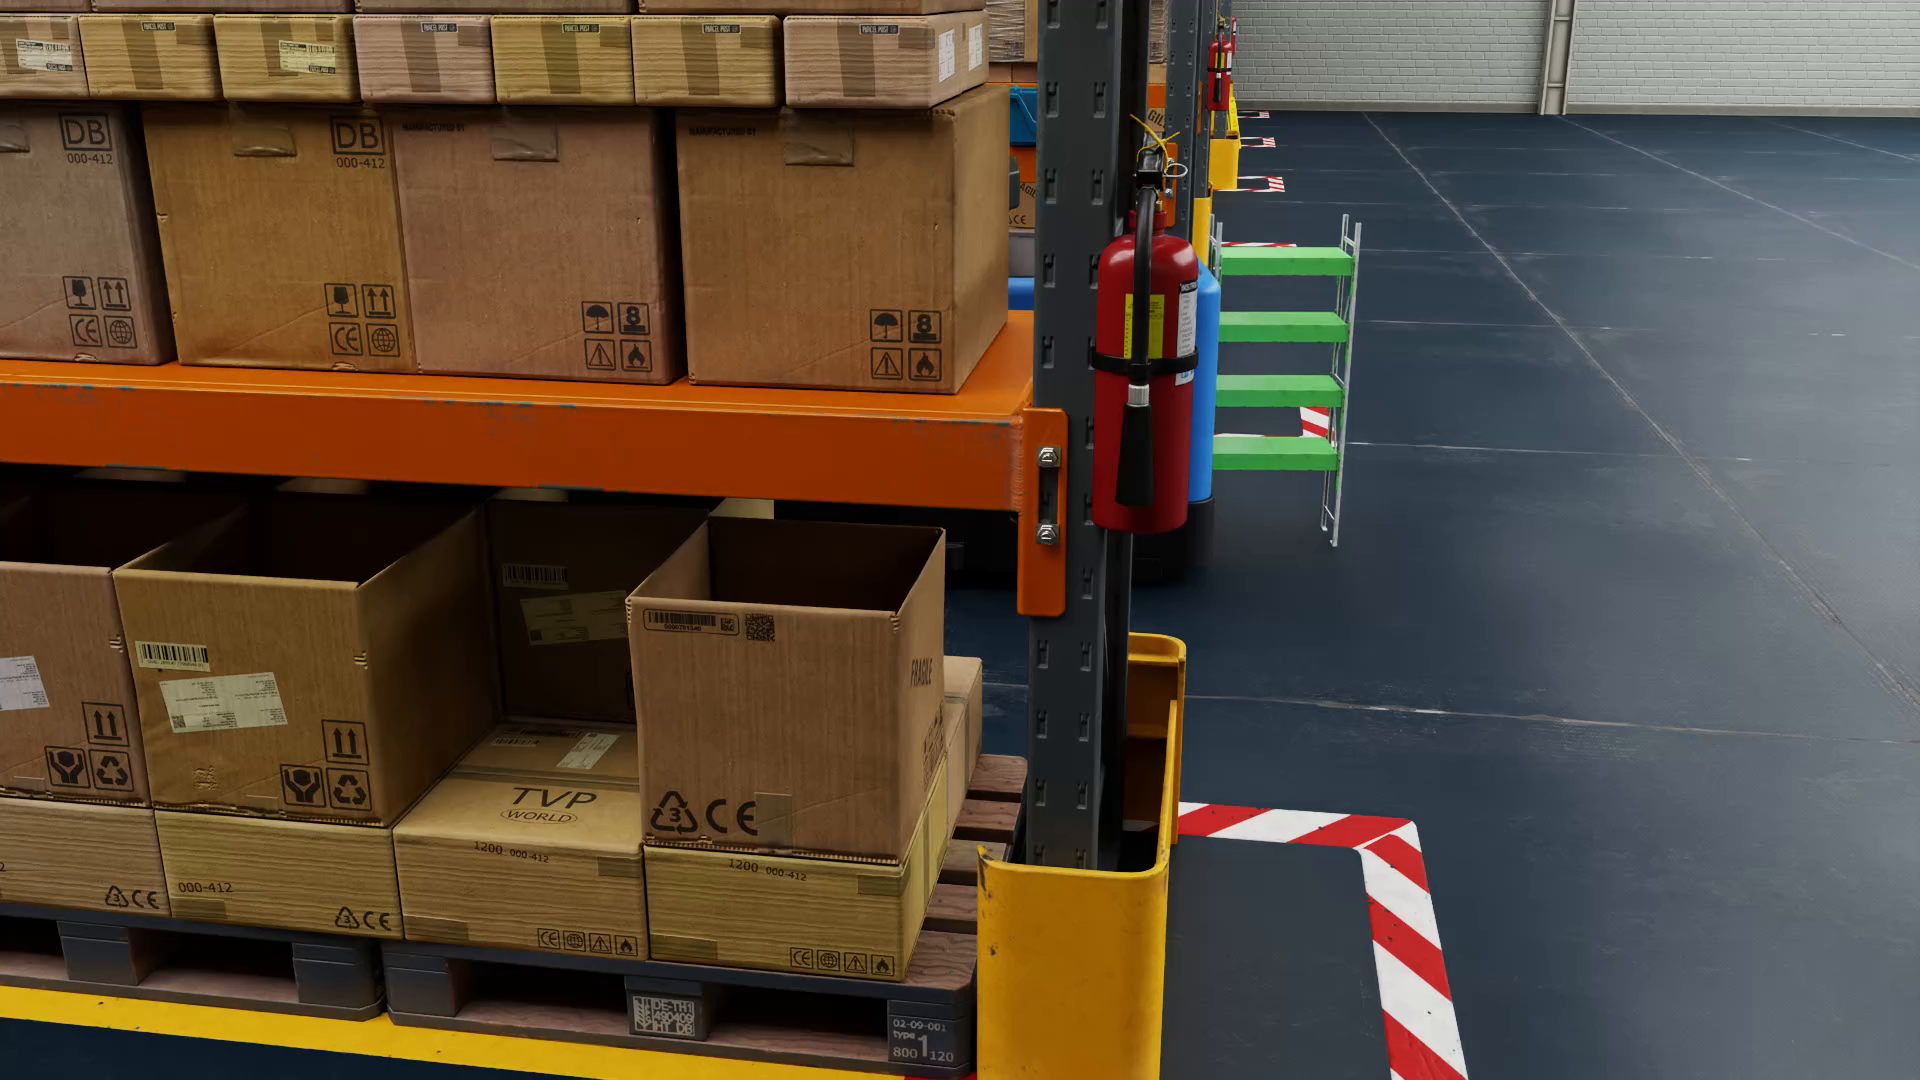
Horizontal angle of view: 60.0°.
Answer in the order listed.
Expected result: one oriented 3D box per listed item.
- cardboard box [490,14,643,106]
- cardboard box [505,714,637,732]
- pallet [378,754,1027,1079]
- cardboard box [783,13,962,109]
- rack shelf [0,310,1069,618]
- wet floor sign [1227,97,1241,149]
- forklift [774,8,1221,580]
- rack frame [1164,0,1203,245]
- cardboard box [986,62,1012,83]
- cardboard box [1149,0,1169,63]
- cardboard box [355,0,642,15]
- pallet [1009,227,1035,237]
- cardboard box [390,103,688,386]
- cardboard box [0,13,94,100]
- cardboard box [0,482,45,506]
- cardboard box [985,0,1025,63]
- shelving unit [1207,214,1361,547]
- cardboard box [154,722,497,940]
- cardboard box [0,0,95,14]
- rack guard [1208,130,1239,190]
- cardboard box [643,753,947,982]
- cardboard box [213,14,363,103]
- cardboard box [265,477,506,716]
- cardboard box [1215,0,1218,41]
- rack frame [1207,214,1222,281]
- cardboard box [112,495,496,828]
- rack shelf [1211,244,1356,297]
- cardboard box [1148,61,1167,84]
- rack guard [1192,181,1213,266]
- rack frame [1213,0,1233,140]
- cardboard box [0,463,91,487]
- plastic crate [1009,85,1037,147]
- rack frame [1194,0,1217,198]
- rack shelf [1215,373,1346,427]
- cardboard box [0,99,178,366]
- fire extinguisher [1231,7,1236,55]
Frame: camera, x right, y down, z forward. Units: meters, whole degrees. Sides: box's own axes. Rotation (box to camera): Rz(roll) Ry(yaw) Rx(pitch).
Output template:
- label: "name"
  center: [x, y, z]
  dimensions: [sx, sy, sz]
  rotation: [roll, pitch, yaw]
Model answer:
- label: "cardboard box"
  center: [-0.657, -0.882, 3.032]
  dimensions: [0.250, 0.149, 0.380]
  rotation: [3, 19, 8]
- label: "cardboard box"
  center: [-0.726, 0.442, 3.925]
  dimensions: [0.500, 0.250, 0.500]
  rotation: [3, 19, 9]
- label: "pallet"
  center: [-0.500, 0.755, 3.713]
  dimensions: [1.213, 0.211, 1.003]
  rotation: [3, 19, 9]
- label: "cardboard box"
  center: [-0.145, -0.856, 2.955]
  dimensions: [0.250, 0.149, 0.380]
  rotation: [3, 19, 8]
- label: "rack shelf"
  center: [-1.713, -0.301, 3.610]
  dimensions: [4.000, 0.370, 1.077]
  rotation: [3, 19, 9]
- label: "wet floor sign"
  center: [3.427, -5.288, 21.092]
  dimensions: [0.232, 0.644, 0.267]
  rotation: [10, 21, 27]
- label: "forklift"
  center: [-0.623, -1.393, 5.847]
  dimensions: [3.031, 2.935, 1.130]
  rotation: [0, 19, 1]
- label: "rack frame"
  center: [1.051, -2.093, 7.832]
  dimensions: [0.127, 3.000, 1.000]
  rotation: [3, 19, 9]
- label: "cardboard box"
  center: [0.286, -3.533, 12.532]
  dimensions: [0.250, 0.149, 0.380]
  rotation: [3, 19, 9]
- label: "cardboard box"
  center: [1.298, -3.870, 12.515]
  dimensions: [0.500, 0.500, 0.875]
  rotation: [3, 19, 9]
- label: "cardboard box"
  center: [-0.769, -1.259, 3.137]
  dimensions: [0.500, 0.500, 0.700]
  rotation: [2, 19, 7]
- label: "pallet"
  center: [0.965, -2.378, 13.079]
  dimensions: [1.213, 0.211, 1.003]
  rotation: [3, 19, 9]
- label: "cardboard box"
  center: [-0.716, -0.642, 3.336]
  dimensions: [0.500, 0.500, 0.700]
  rotation: [3, 19, 10]
- label: "cardboard box"
  center: [-1.677, -0.934, 3.186]
  dimensions: [0.250, 0.149, 0.380]
  rotation: [3, 19, 8]
- label: "cardboard box"
  center: [-2.292, 0.178, 3.534]
  dimensions: [0.500, 0.500, 0.500]
  rotation: [3, 19, 9]
- label: "cardboard box"
  center: [0.299, -3.896, 12.594]
  dimensions: [0.500, 0.500, 0.875]
  rotation: [3, 19, 9]
- label: "shelving unit"
  center: [1.162, -0.583, 6.155]
  dimensions: [0.503, 1.200, 0.258]
  rotation: [0, 19, 1]
- label: "cardboard box"
  center: [-1.304, 0.583, 3.506]
  dimensions: [0.500, 0.250, 0.500]
  rotation: [3, 19, 9]
- label: "cardboard box"
  center: [-1.762, -1.310, 3.288]
  dimensions: [0.500, 0.500, 0.700]
  rotation: [3, 19, 9]
- label: "rack guard"
  center: [2.747, -4.007, 17.492]
  dimensions: [0.348, 0.500, 1.175]
  rotation: [3, 19, 9]
- label: "cardboard box"
  center: [-0.314, 0.629, 3.368]
  dimensions: [0.500, 0.250, 0.500]
  rotation: [3, 19, 9]
- label: "cardboard box"
  center: [-1.164, -0.908, 3.111]
  dimensions: [0.250, 0.149, 0.380]
  rotation: [4, 19, 10]
- label: "cardboard box"
  center: [-1.222, 0.065, 3.871]
  dimensions: [0.500, 0.500, 0.500]
  rotation: [3, 19, 9]
- label: "cardboard box"
  center: [2.350, -5.269, 17.088]
  dimensions: [0.550, 0.550, 0.875]
  rotation: [3, 19, 9]
- label: "rack frame"
  center: [0.918, -0.584, 6.158]
  dimensions: [0.015, 1.200, 0.240]
  rotation: [0, 19, 1]
- label: "cardboard box"
  center: [-1.304, 0.228, 3.384]
  dimensions: [0.500, 0.500, 0.500]
  rotation: [3, 19, 9]
- label: "rack shelf"
  center: [1.162, -0.978, 6.023]
  dimensions: [0.480, 0.148, 0.258]
  rotation: [0, 19, 1]
- label: "cardboard box"
  center: [1.523, -3.476, 12.359]
  dimensions: [0.250, 0.149, 0.380]
  rotation: [3, 19, 9]
- label: "rack guard"
  center: [1.762, -2.463, 12.878]
  dimensions: [0.348, 0.500, 1.175]
  rotation: [3, 19, 9]
- label: "rack frame"
  center: [2.723, -5.194, 17.099]
  dimensions: [0.127, 3.000, 1.000]
  rotation: [3, 19, 9]
- label: "cardboard box"
  center: [-2.209, 0.014, 4.024]
  dimensions: [0.500, 0.500, 0.500]
  rotation: [3, 19, 9]
- label: "plastic crate"
  center: [0.510, -1.954, 7.651]
  dimensions: [0.616, 0.251, 0.499]
  rotation: [3, 19, 9]
- label: "rack frame"
  center: [1.837, -3.645, 12.470]
  dimensions: [0.127, 3.000, 1.000]
  rotation: [3, 19, 9]
- label: "rack shelf"
  center: [1.162, -0.523, 6.175]
  dimensions: [0.480, 0.148, 0.258]
  rotation: [0, 19, 1]
- label: "cardboard box"
  center: [-1.726, -0.694, 3.491]
  dimensions: [0.500, 0.500, 0.700]
  rotation: [3, 19, 10]
- label: "fire extinguisher"
  center: [3.449, -6.563, 21.312]
  dimensions: [0.183, 0.674, 0.296]
  rotation: [3, 19, 9]
